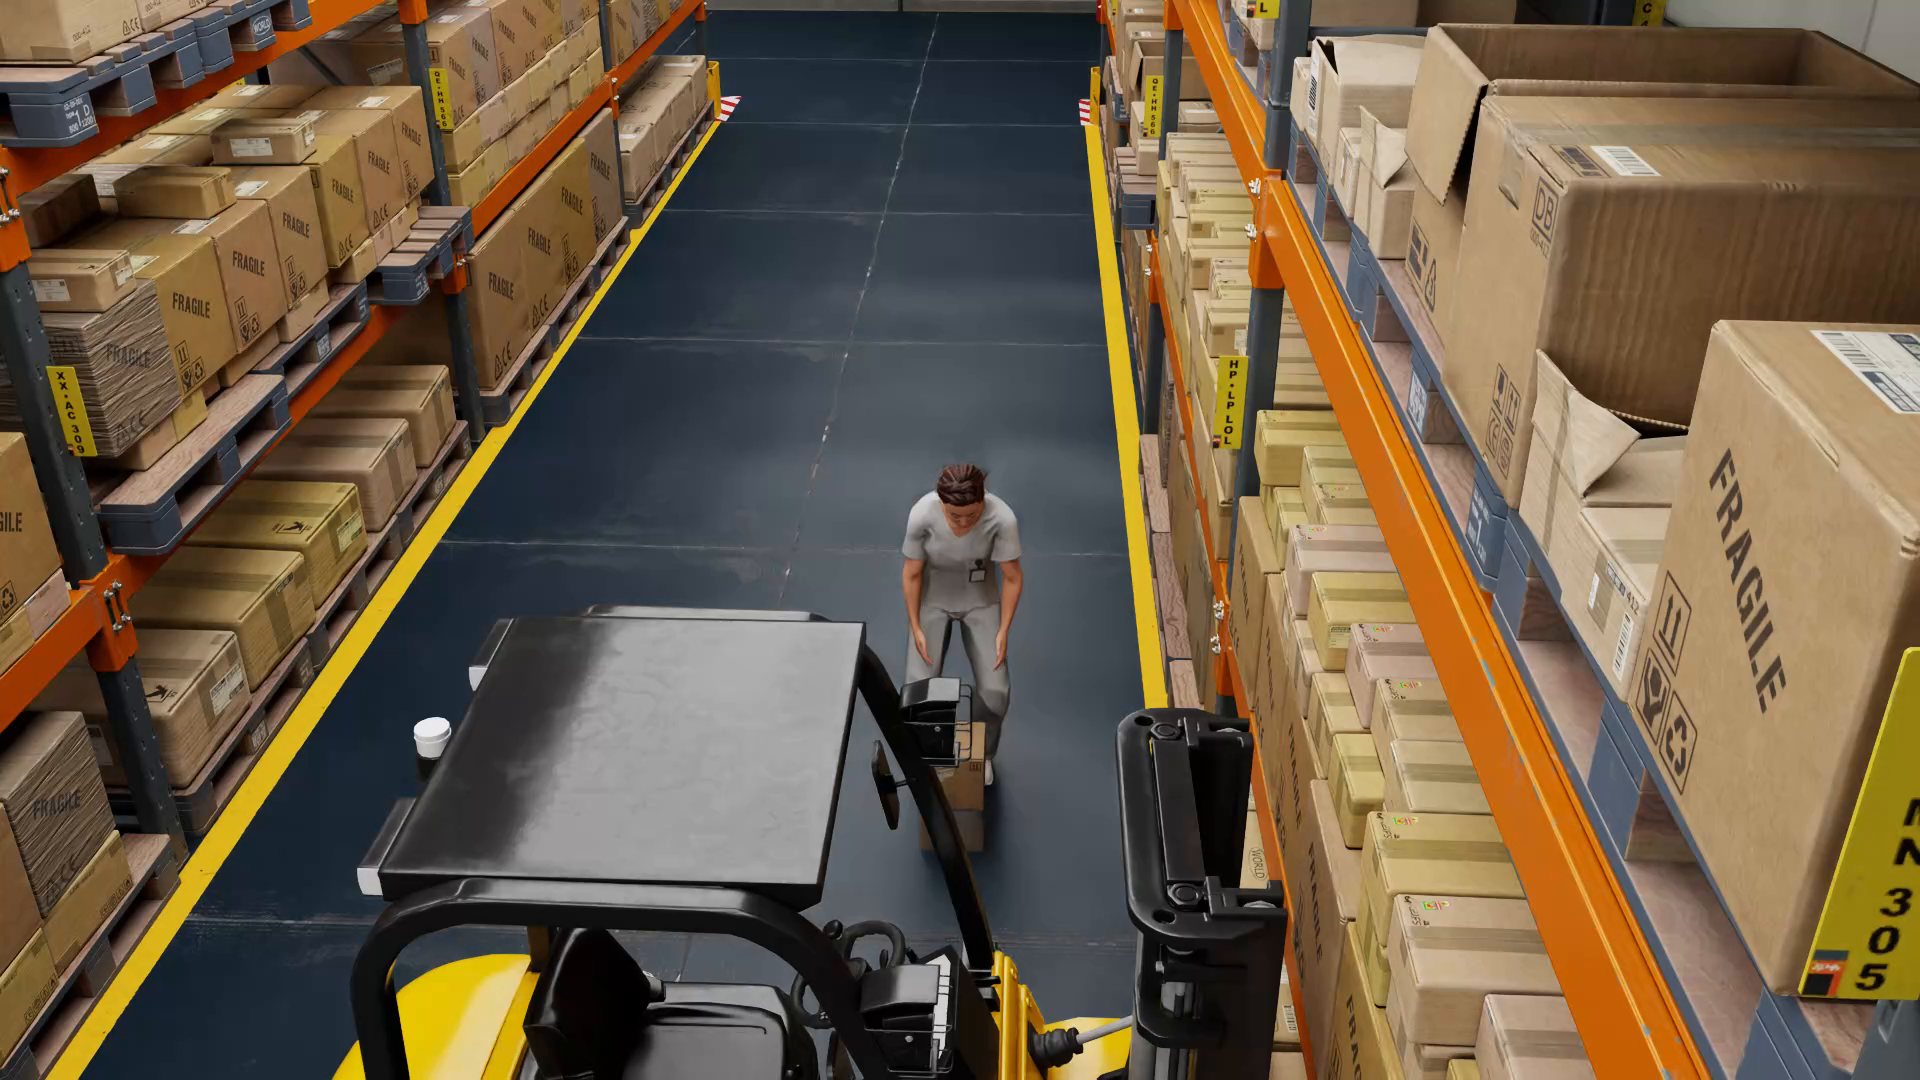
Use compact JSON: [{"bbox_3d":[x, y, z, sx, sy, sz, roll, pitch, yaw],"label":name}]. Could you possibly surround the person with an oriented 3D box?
[{"bbox_3d":[0.011,0.309,6.723,0.483,1.515,0.532,1,28,2],"label":"person"}]
